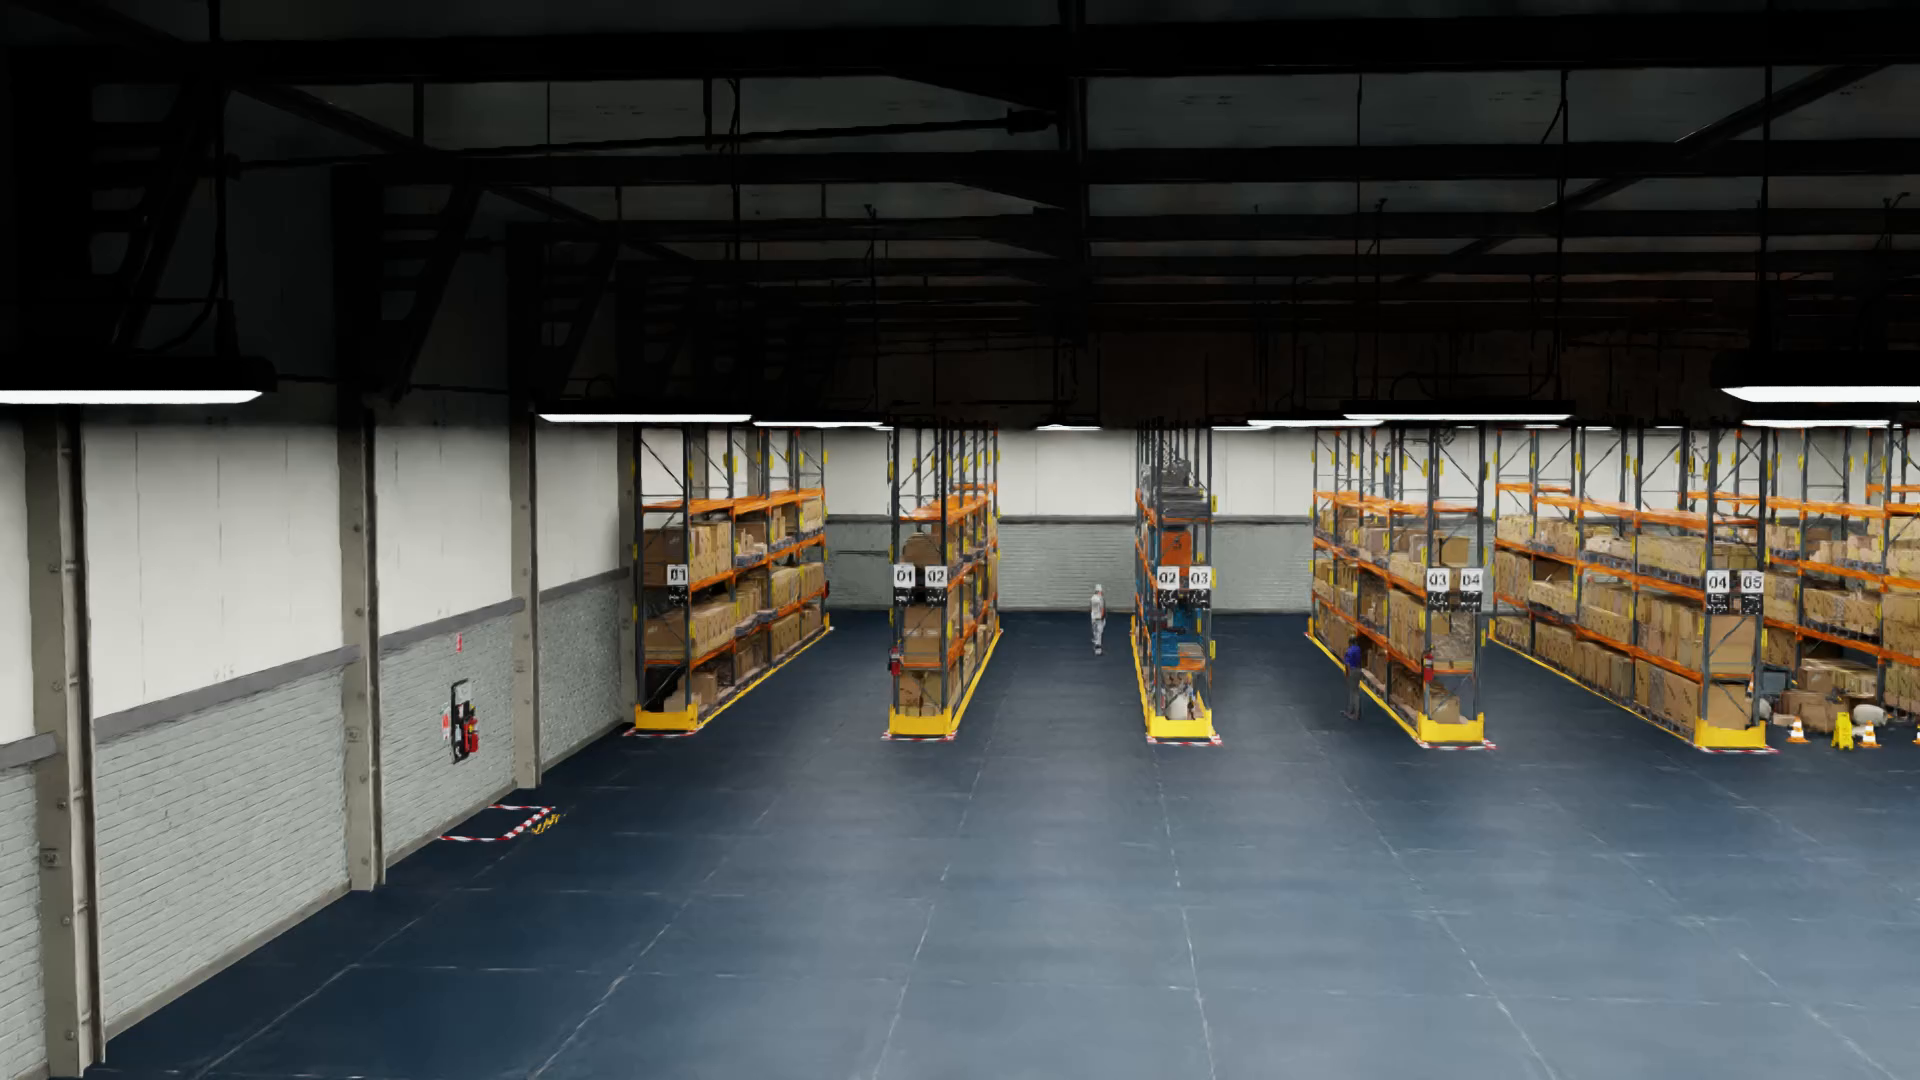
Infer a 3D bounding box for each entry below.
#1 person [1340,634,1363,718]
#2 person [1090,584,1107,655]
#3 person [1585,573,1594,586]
[{"bbox_3d":[7.840,2.709,33.287,0.549,1.653,0.573,2,4,34],"label":"person"},{"bbox_3d":[3.582,2.030,42.609,0.442,1.792,0.606,-2,4,-27],"label":"person"},{"bbox_3d":[17.905,1.802,47.074,0.571,1.716,0.578,-2,4,-30],"label":"person"}]
